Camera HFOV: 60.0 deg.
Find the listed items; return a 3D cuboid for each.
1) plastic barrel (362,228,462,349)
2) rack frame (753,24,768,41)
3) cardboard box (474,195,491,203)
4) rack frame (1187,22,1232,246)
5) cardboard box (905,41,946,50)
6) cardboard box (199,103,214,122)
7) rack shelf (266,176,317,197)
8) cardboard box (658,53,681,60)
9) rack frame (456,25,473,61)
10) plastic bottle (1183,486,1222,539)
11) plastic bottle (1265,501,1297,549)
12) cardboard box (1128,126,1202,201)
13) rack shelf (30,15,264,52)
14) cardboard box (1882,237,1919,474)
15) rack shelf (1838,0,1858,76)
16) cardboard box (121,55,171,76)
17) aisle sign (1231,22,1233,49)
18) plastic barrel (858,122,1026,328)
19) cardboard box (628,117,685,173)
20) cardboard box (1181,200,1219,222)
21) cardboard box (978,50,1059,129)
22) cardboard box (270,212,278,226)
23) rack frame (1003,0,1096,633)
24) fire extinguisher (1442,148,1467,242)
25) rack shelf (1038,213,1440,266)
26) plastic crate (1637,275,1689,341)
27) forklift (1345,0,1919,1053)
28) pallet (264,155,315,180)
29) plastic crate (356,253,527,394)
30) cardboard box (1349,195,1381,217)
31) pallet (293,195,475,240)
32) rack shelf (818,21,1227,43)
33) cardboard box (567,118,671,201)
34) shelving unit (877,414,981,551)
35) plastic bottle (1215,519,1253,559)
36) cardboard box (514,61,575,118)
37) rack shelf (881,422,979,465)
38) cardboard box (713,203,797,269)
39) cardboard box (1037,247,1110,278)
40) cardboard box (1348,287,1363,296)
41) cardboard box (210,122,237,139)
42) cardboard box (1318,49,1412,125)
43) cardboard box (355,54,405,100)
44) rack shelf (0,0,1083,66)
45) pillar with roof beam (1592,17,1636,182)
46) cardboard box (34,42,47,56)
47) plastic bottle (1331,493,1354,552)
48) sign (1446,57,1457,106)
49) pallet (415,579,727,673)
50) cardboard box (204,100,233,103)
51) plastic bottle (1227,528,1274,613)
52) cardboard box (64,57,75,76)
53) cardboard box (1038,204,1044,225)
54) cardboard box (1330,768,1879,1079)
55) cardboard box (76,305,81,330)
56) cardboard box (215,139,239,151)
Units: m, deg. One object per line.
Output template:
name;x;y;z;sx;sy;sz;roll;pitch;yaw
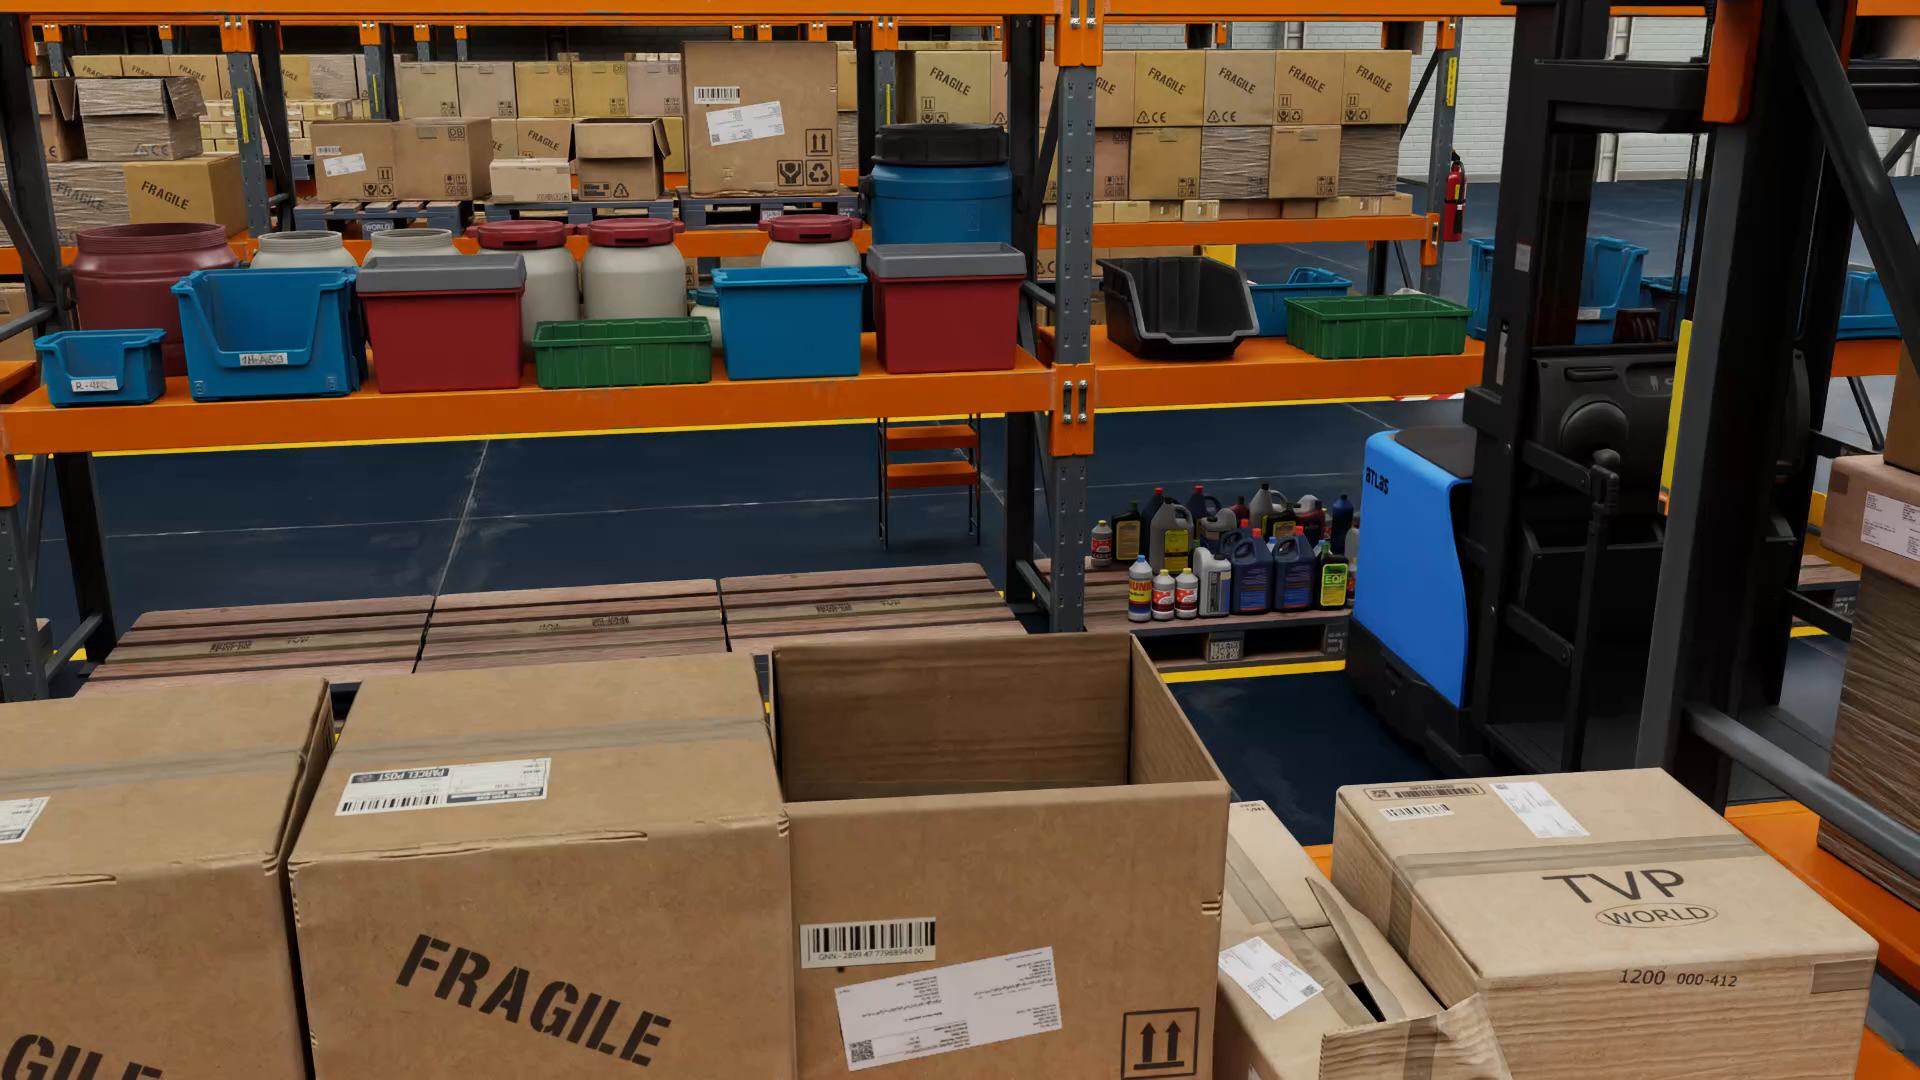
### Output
plastic barrel;-2.186;-0.979;6.700;0.421;0.512;0.421;0;17;0
rack frame;-2.461;-5.291;20.929;0.127;3.000;1.000;-3;17;-10
cardboard box;-5.832;-4.041;20.621;0.625;0.372;0.950;-4;18;-14
rack frame;2.505;-4.092;17.026;0.127;3.000;1.000;-3;17;-10
cardboard box;-0.490;-6.018;20.917;0.500;0.500;0.700;-3;17;-11
cardboard box;-6.748;-3.797;14.763;0.250;0.149;0.380;-3;17;-10
rack shelf;-7.314;-3.191;15.319;4.000;0.370;1.077;-3;17;-10
cardboard box;-3.546;-5.859;20.281;0.250;0.149;0.380;-4;17;-12
rack frame;-7.334;-6.499;24.861;0.127;3.000;1.000;-3;17;-10
plastic bottle;1.125;-0.080;7.725;0.185;0.351;0.144;-4;18;-13
plastic bottle;1.486;-0.038;7.702;0.133;0.283;0.061;-3;17;-10
cardboard box;1.341;-2.722;11.887;0.500;0.500;0.875;-3;17;-10
rack shelf;-6.472;-3.190;10.205;4.000;0.370;1.077;-3;17;-10
cardboard box;1.729;-0.273;2.210;0.500;0.500;0.700;-3;17;-10
rack shelf;3.258;-0.779;2.357;4.000;0.370;1.077;-3;17;-10
cardboard box;-9.335;-5.349;19.245;0.500;0.500;0.500;-3;17;-11
aisle sign;2.631;-5.252;16.376;0.004;0.787;0.394;-3;17;-10
plastic barrel;-0.078;-1.312;7.119;0.708;0.901;0.600;-3;17;-10
cardboard box;-2.877;-3.755;15.758;0.500;0.500;0.500;-3;17;-10
cardboard box;1.653;-2.347;11.774;0.250;0.149;0.380;-3;17;-10
cardboard box;0.400;-3.082;11.357;0.500;0.500;0.500;-3;17;-10
cardboard box;-6.466;-2.866;15.299;0.500;0.250;0.500;-3;17;-10
rack frame;0.358;-1.006;6.979;0.127;3.000;1.000;-3;17;-10
fire extinguisher;3.546;-2.493;11.952;0.183;0.674;0.296;-3;17;-10
rack shelf;1.383;-2.201;12.096;4.000;0.370;1.077;-3;17;-10
plastic crate;3.212;-1.009;7.242;0.408;0.251;0.499;-3;17;-10
forklift;2.324;-0.404;5.136;1.130;2.935;3.031;-3;17;-9
pallet;-6.030;-3.485;15.375;1.003;0.211;1.213;-3;17;-10
plastic crate;-1.924;-0.816;6.250;0.583;0.464;0.402;-3;17;-10
cardboard box;2.860;-2.448;12.100;0.250;0.149;0.380;-3;17;-10
pallet;-3.829;-2.190;11.159;1.003;0.211;1.213;-3;17;-10
rack shelf;0.541;-5.071;16.329;4.000;0.370;1.077;-3;17;-10
cardboard box;-2.266;-2.561;11.150;0.637;0.503;0.797;-1;17;-5
shelving unit;-0.163;-0.564;8.606;0.503;1.200;0.258;-3;17;-10
plastic bottle;1.202;0.083;7.195;0.185;0.351;0.144;-3;17;-10
cardboard box;-3.908;-4.252;15.674;0.500;0.500;0.700;-4;17;-11
rack shelf;-0.163;-0.500;8.625;0.480;0.148;0.258;-3;17;-10
cardboard box;-2.015;-2.934;16.373;0.750;0.750;1.050;-3;17;-11
cardboard box;0.988;-3.171;16.930;0.875;0.875;0.875;-4;17;-11
cardboard box;2.730;-1.633;12.561;0.500;0.500;0.500;0;17;0
cardboard box;-6.514;-3.666;14.845;0.250;0.149;0.380;-3;17;-10
cardboard box;2.853;-3.223;11.816;0.500;0.500;0.500;-3;17;-10
cardboard box;-6.847;-5.490;19.703;0.500;0.500;0.500;-4;17;-12
rack shelf;-1.605;-1.985;6.281;4.000;0.370;1.077;-3;17;-10
pillar with roof beam;12.265;-9.460;24.287;0.400;9.000;9.100;-3;17;-10
cardboard box;-10.558;-5.572;18.867;0.250;0.149;0.380;-4;17;-12
plastic bottle;1.813;-0.088;7.887;0.097;0.271;0.097;0;17;0
sign;3.432;-3.200;11.612;0.005;0.325;0.100;-3;17;-10
pallet;-1.606;0.451;6.985;1.213;0.211;1.003;-3;17;-10
cardboard box;-6.871;-3.983;15.372;0.250;0.149;0.380;-2;17;-8
plastic bottle;1.230;0.124;7.060;0.185;0.351;0.144;-3;17;-9
cardboard box;-12.774;-6.699;23.984;0.500;0.500;0.500;-4;17;-12
cardboard box;0.419;-2.288;11.580;0.250;0.149;0.380;-3;17;-10
cardboard box;0.819;0.534;2.221;0.500;0.250;0.500;-2;17;-7
cardboard box;-5.190;-1.364;11.047;0.875;0.875;1.225;-4;18;-13
cardboard box;-6.489;-3.527;14.898;0.250;0.149;0.380;-3;17;-11
